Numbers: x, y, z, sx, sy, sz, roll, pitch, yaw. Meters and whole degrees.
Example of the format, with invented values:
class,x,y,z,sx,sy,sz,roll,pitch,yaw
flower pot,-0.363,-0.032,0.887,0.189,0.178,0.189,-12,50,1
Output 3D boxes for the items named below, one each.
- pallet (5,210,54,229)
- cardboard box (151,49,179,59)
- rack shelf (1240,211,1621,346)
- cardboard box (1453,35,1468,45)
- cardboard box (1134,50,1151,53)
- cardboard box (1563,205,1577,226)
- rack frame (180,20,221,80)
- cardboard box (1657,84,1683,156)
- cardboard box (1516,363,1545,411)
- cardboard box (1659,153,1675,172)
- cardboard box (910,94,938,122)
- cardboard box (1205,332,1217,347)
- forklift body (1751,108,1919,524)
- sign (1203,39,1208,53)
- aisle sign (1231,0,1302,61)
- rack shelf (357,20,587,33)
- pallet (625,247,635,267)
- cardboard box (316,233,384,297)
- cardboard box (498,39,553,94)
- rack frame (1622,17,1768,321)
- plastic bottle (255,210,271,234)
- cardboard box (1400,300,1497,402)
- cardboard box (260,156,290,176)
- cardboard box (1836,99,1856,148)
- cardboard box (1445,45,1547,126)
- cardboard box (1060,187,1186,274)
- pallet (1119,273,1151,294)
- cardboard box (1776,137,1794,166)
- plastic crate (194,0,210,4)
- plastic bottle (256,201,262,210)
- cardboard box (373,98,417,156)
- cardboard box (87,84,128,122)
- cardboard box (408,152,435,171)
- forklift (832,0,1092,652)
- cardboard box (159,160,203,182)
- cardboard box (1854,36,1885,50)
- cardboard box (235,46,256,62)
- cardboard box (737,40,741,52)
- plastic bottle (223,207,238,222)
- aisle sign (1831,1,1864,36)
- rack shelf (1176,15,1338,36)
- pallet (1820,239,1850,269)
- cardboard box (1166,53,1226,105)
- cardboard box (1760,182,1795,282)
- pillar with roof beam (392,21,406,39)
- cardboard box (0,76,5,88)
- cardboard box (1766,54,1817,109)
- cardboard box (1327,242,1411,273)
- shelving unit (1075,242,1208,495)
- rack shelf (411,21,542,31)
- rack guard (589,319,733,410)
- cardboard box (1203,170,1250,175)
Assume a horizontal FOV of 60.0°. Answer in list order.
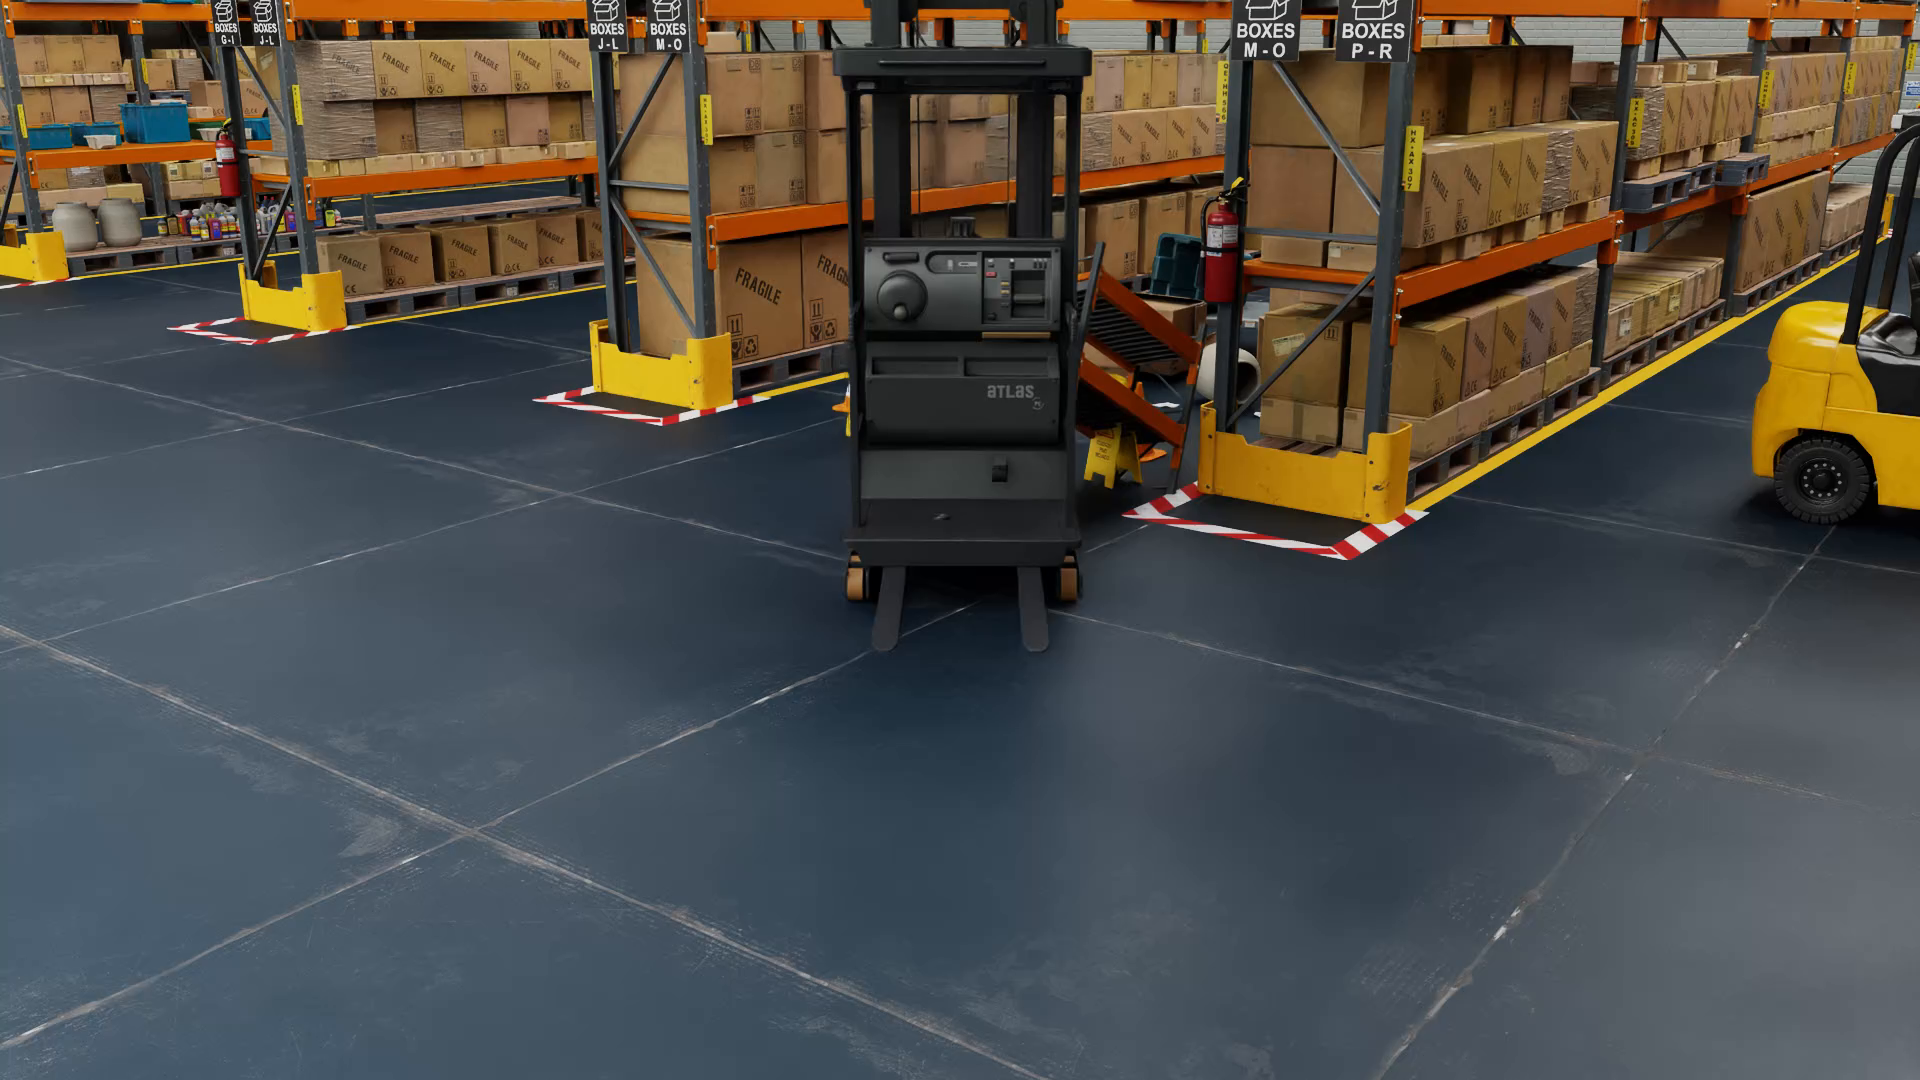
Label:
class,x,y,z,sx,sy,sz,roll,pitch,yaw
pallet,-12.883,-4.286,22.191,1.003,0.211,1.213,12,21,35
cardboard box,-13.607,-8.320,28.474,0.380,0.149,0.250,9,19,26
rack shelf,3.072,-1.769,10.597,1.077,0.370,4.000,12,21,35
cardboard box,6.388,-6.440,22.067,0.500,0.500,0.500,12,21,33
cardboard box,2.654,-7.442,26.136,0.500,0.500,0.500,12,21,33
cardboard box,3.956,-2.230,11.290,0.380,0.149,0.250,13,21,35
rack frame,-13.246,-7.919,29.187,1.000,3.000,0.127,12,21,35
cardboard box,5.071,-3.160,12.484,0.500,0.500,0.500,12,21,35
cardboard box,3.511,-1.040,10.962,0.500,0.250,0.500,13,21,36
cardboard box,5.297,-2.939,12.864,0.380,0.149,0.250,13,21,36
cardboard box,-0.686,-3.690,13.494,0.875,0.550,0.550,12,21,35
cardboard box,2.054,-1.469,13.026,0.258,0.266,0.396,-1,17,-3
forklift body,5.534,-1.129,8.753,2.313,2.155,1.214,12,21,35
sign,3.882,-7.766,26.341,0.100,0.325,0.005,12,21,35
aisle sign,1.610,-2.915,8.688,0.394,0.787,0.004,12,21,35
rack shelf,-8.074,-8.610,27.567,1.077,0.370,4.000,12,21,35
pallet,-3.233,-3.195,18.675,1.003,0.211,1.213,12,21,35
cardboard box,-5.693,-2.540,15.373,0.500,0.500,0.500,-15,23,-40
cardboard box,-4.338,-4.614,16.187,0.500,0.500,0.500,12,21,35
rack frame,6.647,-3.542,15.092,1.000,3.000,0.127,12,21,35
plastic bottle,-8.232,-3.760,19.645,0.152,0.276,0.135,13,21,36
cardboard box,2.905,-1.157,10.074,0.500,0.500,0.500,11,21,33
cardboard box,-6.075,-3.372,14.969,0.380,0.149,0.250,12,21,35
cardboard box,9.520,-4.608,18.356,0.500,0.500,0.500,13,22,36
cardboard box,3.505,-3.072,11.224,0.700,0.500,0.500,13,21,35
cardboard box,1.658,-3.181,17.014,1.050,0.750,0.750,13,21,36
pallet,1.354,-2.597,16.751,1.003,0.211,1.213,12,21,35
cardboard box,7.750,-3.792,16.149,0.500,0.250,0.500,13,22,36
plastic crate,-8.832,-6.219,19.013,0.336,0.188,0.450,12,21,35
plastic bottle,-8.600,-3.997,20.281,0.144,0.351,0.185,11,21,32
cardboard box,-5.527,-3.844,15.394,0.875,0.500,0.500,12,21,35
cardboard box,-11.908,-6.033,22.944,0.700,0.500,0.500,12,21,33
cardboard box,-5.105,-3.528,15.471,0.380,0.149,0.250,12,21,35
forklift,0.013,-1.198,7.659,1.130,2.935,3.031,0,17,0
cardboard box,-11.203,-5.302,23.741,0.500,0.311,0.500,13,21,35
cardboard box,10.644,-5.848,19.569,0.380,0.149,0.250,13,22,36
cardboard box,-12.751,-8.546,29.237,0.500,0.250,0.500,13,22,36
cardboard box,-4.543,-9.321,31.846,0.500,0.500,0.500,12,21,34
plastic bottle,-8.719,-3.840,19.901,0.152,0.276,0.135,12,21,35
aisle sign,11.224,-6.757,21.063,0.394,0.787,0.004,12,21,35
rack shelf,3.803,-5.958,19.027,1.077,0.370,4.000,12,21,35
pallet,9.546,-3.330,19.112,1.003,0.211,1.213,12,21,35
cardboard box,2.336,-4.813,17.329,0.700,0.500,0.500,12,21,34
cardboard box,7.660,-3.089,16.509,0.875,0.875,0.875,13,21,35
pillar with roof beam,-7.683,-11.296,29.944,9.100,9.000,0.400,12,21,35
cardboard box,-12.552,-5.981,21.683,0.380,0.149,0.250,13,22,36
cardboard box,8.049,-4.502,16.327,0.500,0.500,0.500,13,21,36
cardboard box,2.249,-1.561,9.136,0.380,0.149,0.250,13,21,35
shelving unit,0.834,-0.933,9.581,0.538,1.125,1.048,-4,-23,44
rack shelf,-9.671,-10.437,33.451,1.077,0.370,4.000,12,21,35
rack guard,-2.170,-1.288,12.048,1.175,0.500,0.348,12,21,35
cardboard box,3.100,-4.089,19.096,0.500,0.250,0.500,13,21,35
